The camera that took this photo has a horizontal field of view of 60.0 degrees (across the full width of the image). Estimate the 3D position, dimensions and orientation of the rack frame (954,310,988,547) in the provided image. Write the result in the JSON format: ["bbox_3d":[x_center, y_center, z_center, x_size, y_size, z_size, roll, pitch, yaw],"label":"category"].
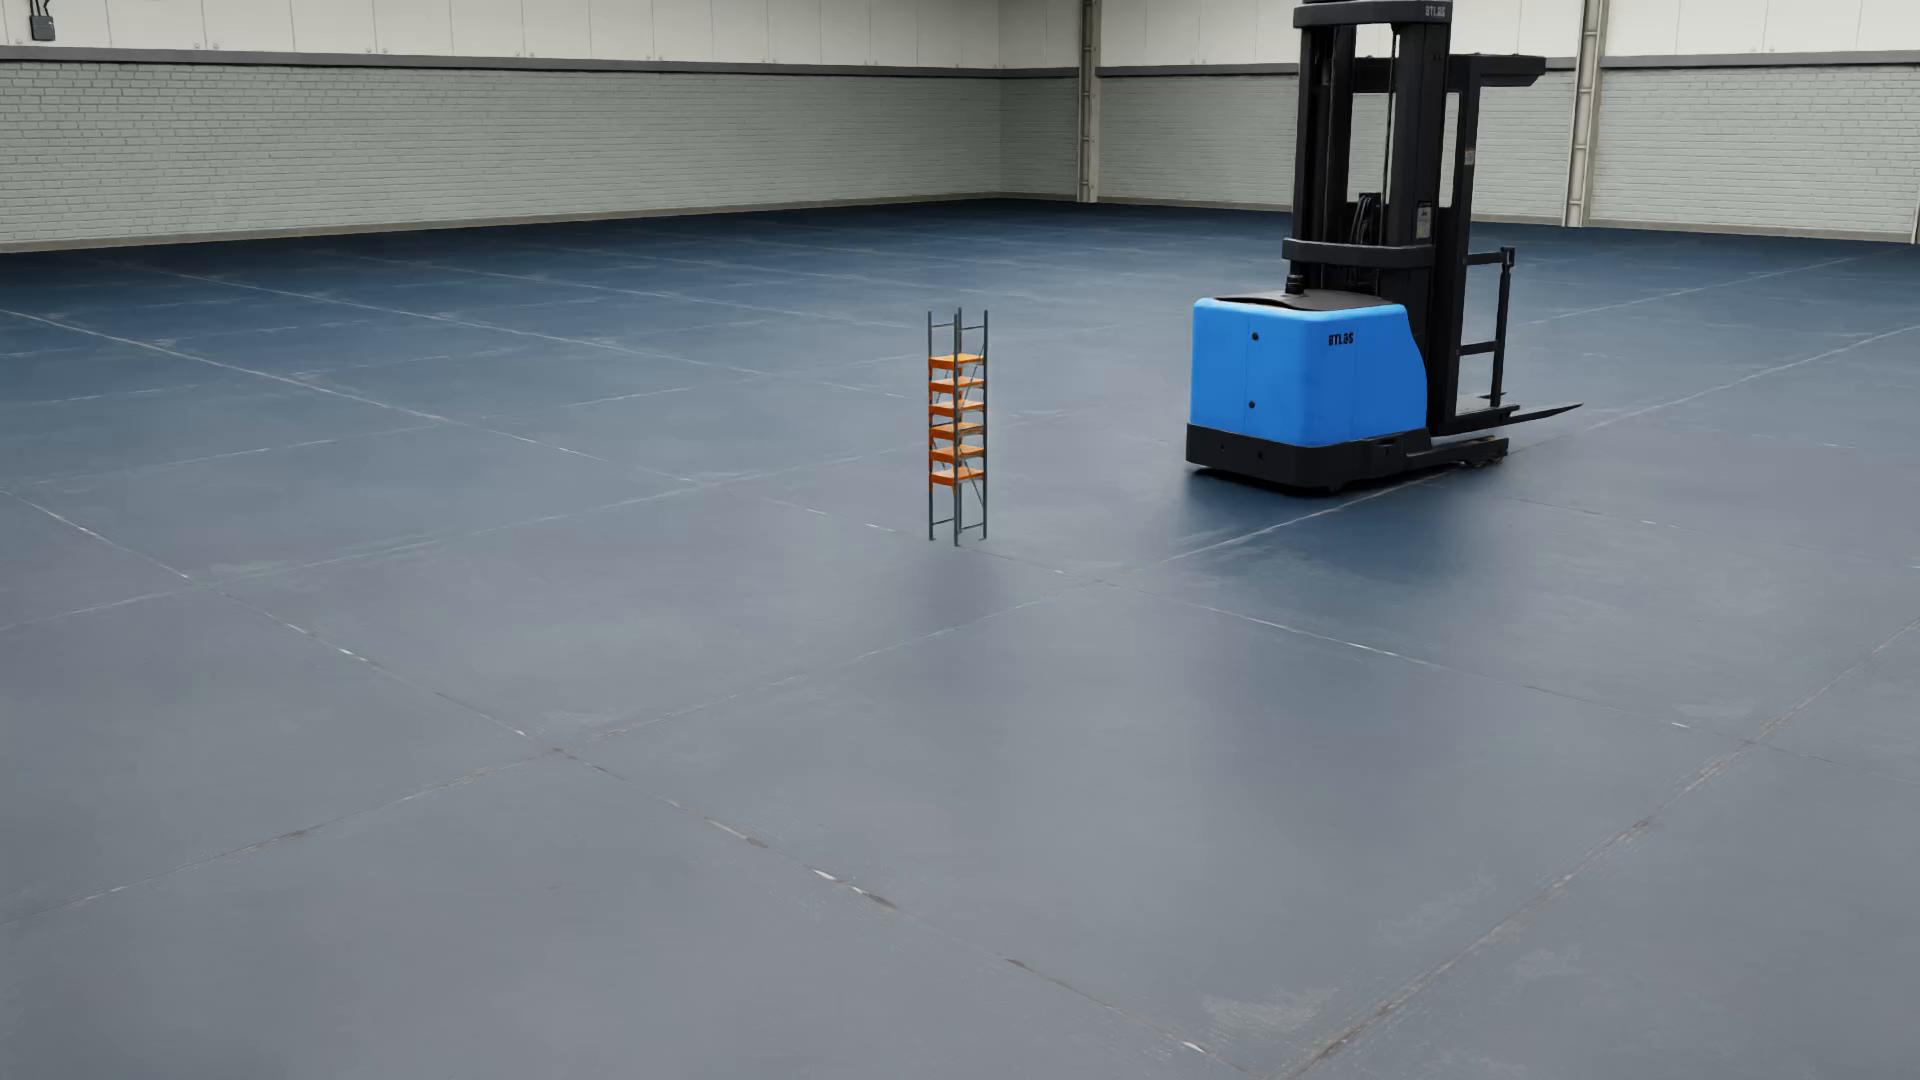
[{"bbox_3d":[0.055,-0.567,8.520,0.006,1.200,0.240,14,20,42],"label":"rack frame"}]

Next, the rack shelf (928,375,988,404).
[{"bbox_3d":[-0.010,-0.772,8.533,0.180,0.103,0.258,14,20,42],"label":"rack shelf"}]

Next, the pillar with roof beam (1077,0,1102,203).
[{"bbox_3d":[0.044,-11.621,35.475,0.400,9.000,9.100,14,20,42],"label":"pillar with roof beam"}]

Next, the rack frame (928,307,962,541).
[{"bbox_3d":[-0.076,-0.599,8.643,0.006,1.200,0.240,14,20,42],"label":"rack frame"}]

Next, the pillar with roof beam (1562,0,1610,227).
[{"bbox_3d":[8.682,-9.521,27.415,0.400,9.000,9.100,14,20,42],"label":"pillar with roof beam"}]

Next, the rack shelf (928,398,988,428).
[{"bbox_3d":[-0.010,-0.656,8.563,0.180,0.103,0.258,14,20,42],"label":"rack shelf"}]

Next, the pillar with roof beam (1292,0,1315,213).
[{"bbox_3d":[4.363,-10.571,31.445,0.400,9.000,9.100,14,20,42],"label":"pillar with roof beam"}]

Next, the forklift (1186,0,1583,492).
[{"bbox_3d":[2.882,-1.975,10.490,3.031,2.935,1.130,-11,18,-36],"label":"forklift"}]

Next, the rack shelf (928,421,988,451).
[{"bbox_3d":[-0.010,-0.540,8.593,0.180,0.103,0.258,14,20,42],"label":"rack shelf"}]

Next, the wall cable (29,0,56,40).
[{"bbox_3d":[-13.434,-10.806,25.605,0.169,6.003,2.305,14,20,42],"label":"wall cable"}]

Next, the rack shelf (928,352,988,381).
[{"bbox_3d":[-0.010,-0.889,8.502,0.180,0.103,0.258,14,20,42],"label":"rack shelf"}]

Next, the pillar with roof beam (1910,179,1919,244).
[{"bbox_3d":[13.002,-8.470,23.385,0.400,9.000,9.100,14,20,42],"label":"pillar with roof beam"}]

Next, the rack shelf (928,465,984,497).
[{"bbox_3d":[-0.010,-0.308,8.654,0.180,0.103,0.258,14,20,42],"label":"rack shelf"}]

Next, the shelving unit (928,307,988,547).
[{"bbox_3d":[-0.010,-0.583,8.582,0.189,1.200,0.258,14,20,42],"label":"shelving unit"}]

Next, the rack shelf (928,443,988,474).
[{"bbox_3d":[-0.010,-0.424,8.623,0.180,0.103,0.258,14,20,42],"label":"rack shelf"}]
